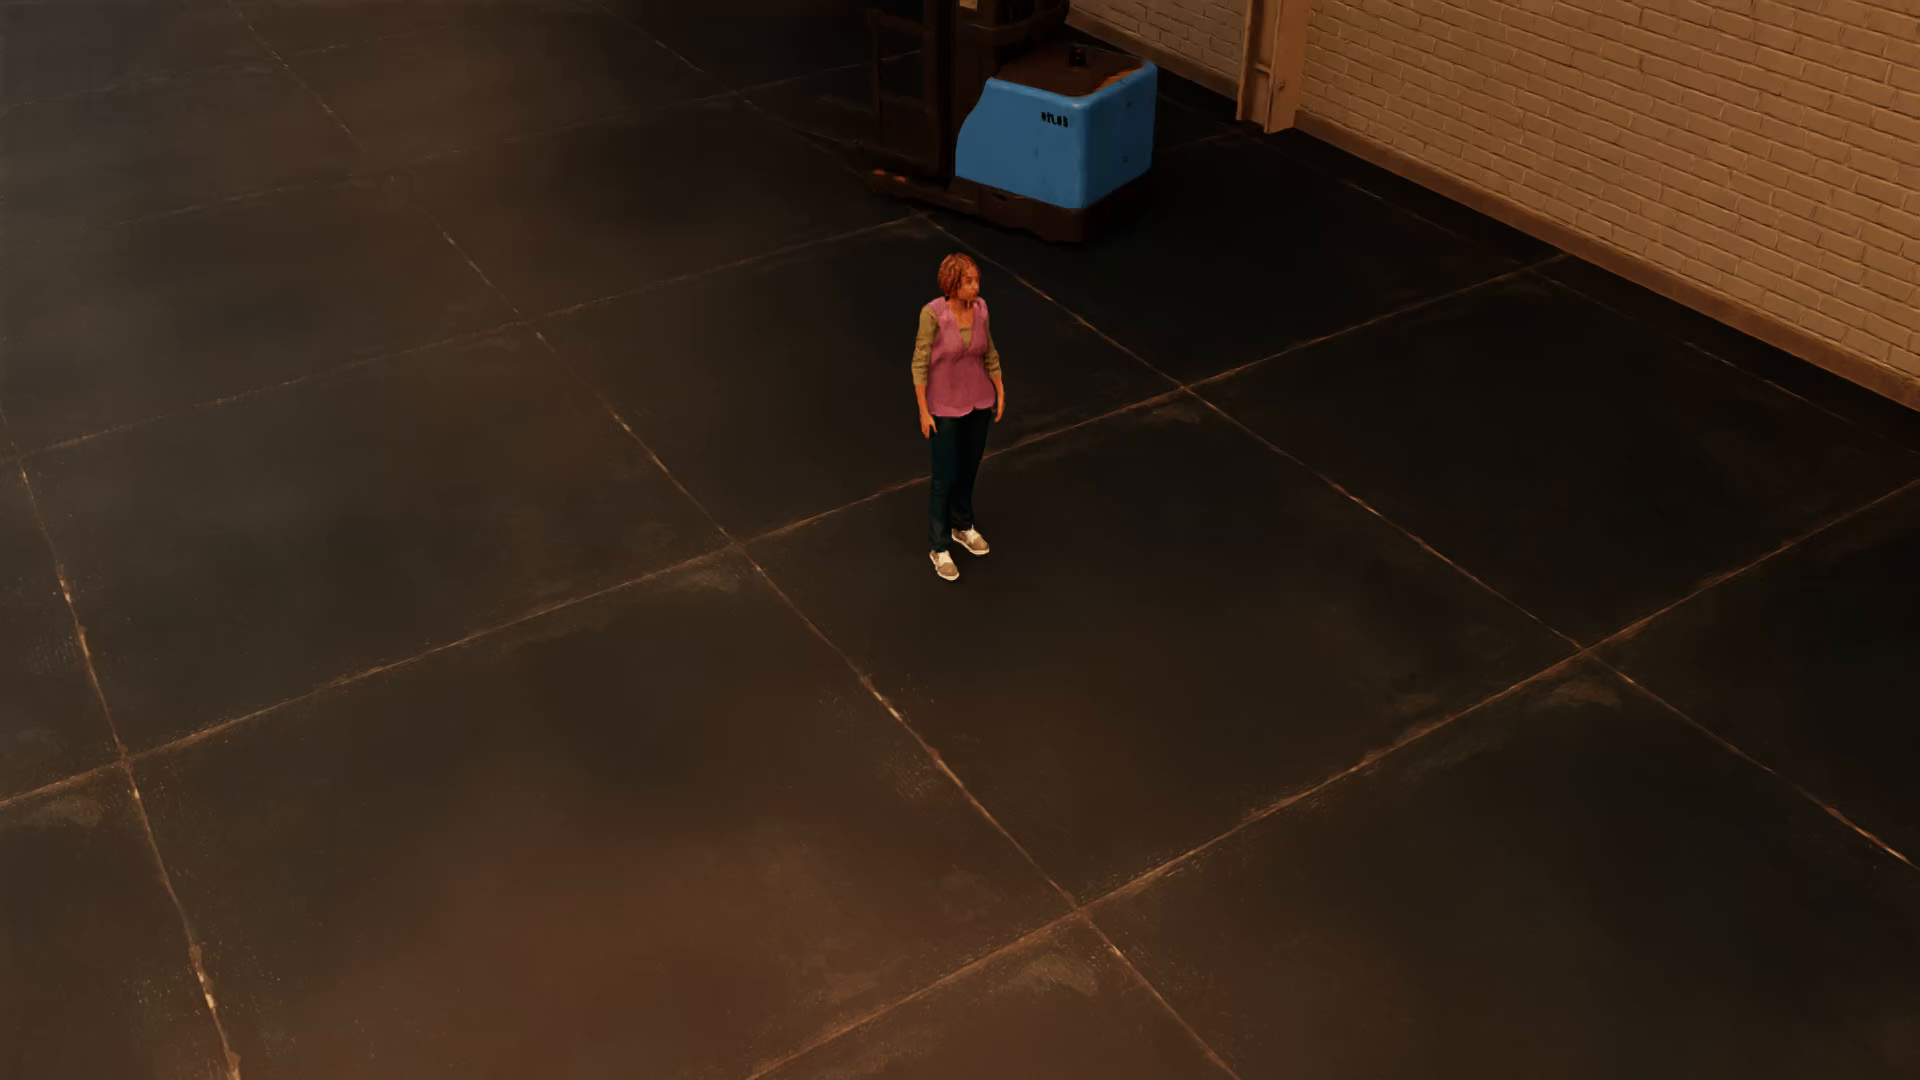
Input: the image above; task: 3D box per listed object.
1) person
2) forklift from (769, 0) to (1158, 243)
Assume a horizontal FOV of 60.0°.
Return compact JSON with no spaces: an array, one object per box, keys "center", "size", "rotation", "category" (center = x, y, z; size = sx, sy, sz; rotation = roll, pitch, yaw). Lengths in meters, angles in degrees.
[{"center":[0.029,-0.619,8.177],"size":[0.520,1.597,0.474],"rotation":[-21,40,-27],"category":"person"},{"center":[-0.088,-3.935,11.748],"size":[3.031,2.935,1.130],"rotation":[23,41,29],"category":"forklift"}]
